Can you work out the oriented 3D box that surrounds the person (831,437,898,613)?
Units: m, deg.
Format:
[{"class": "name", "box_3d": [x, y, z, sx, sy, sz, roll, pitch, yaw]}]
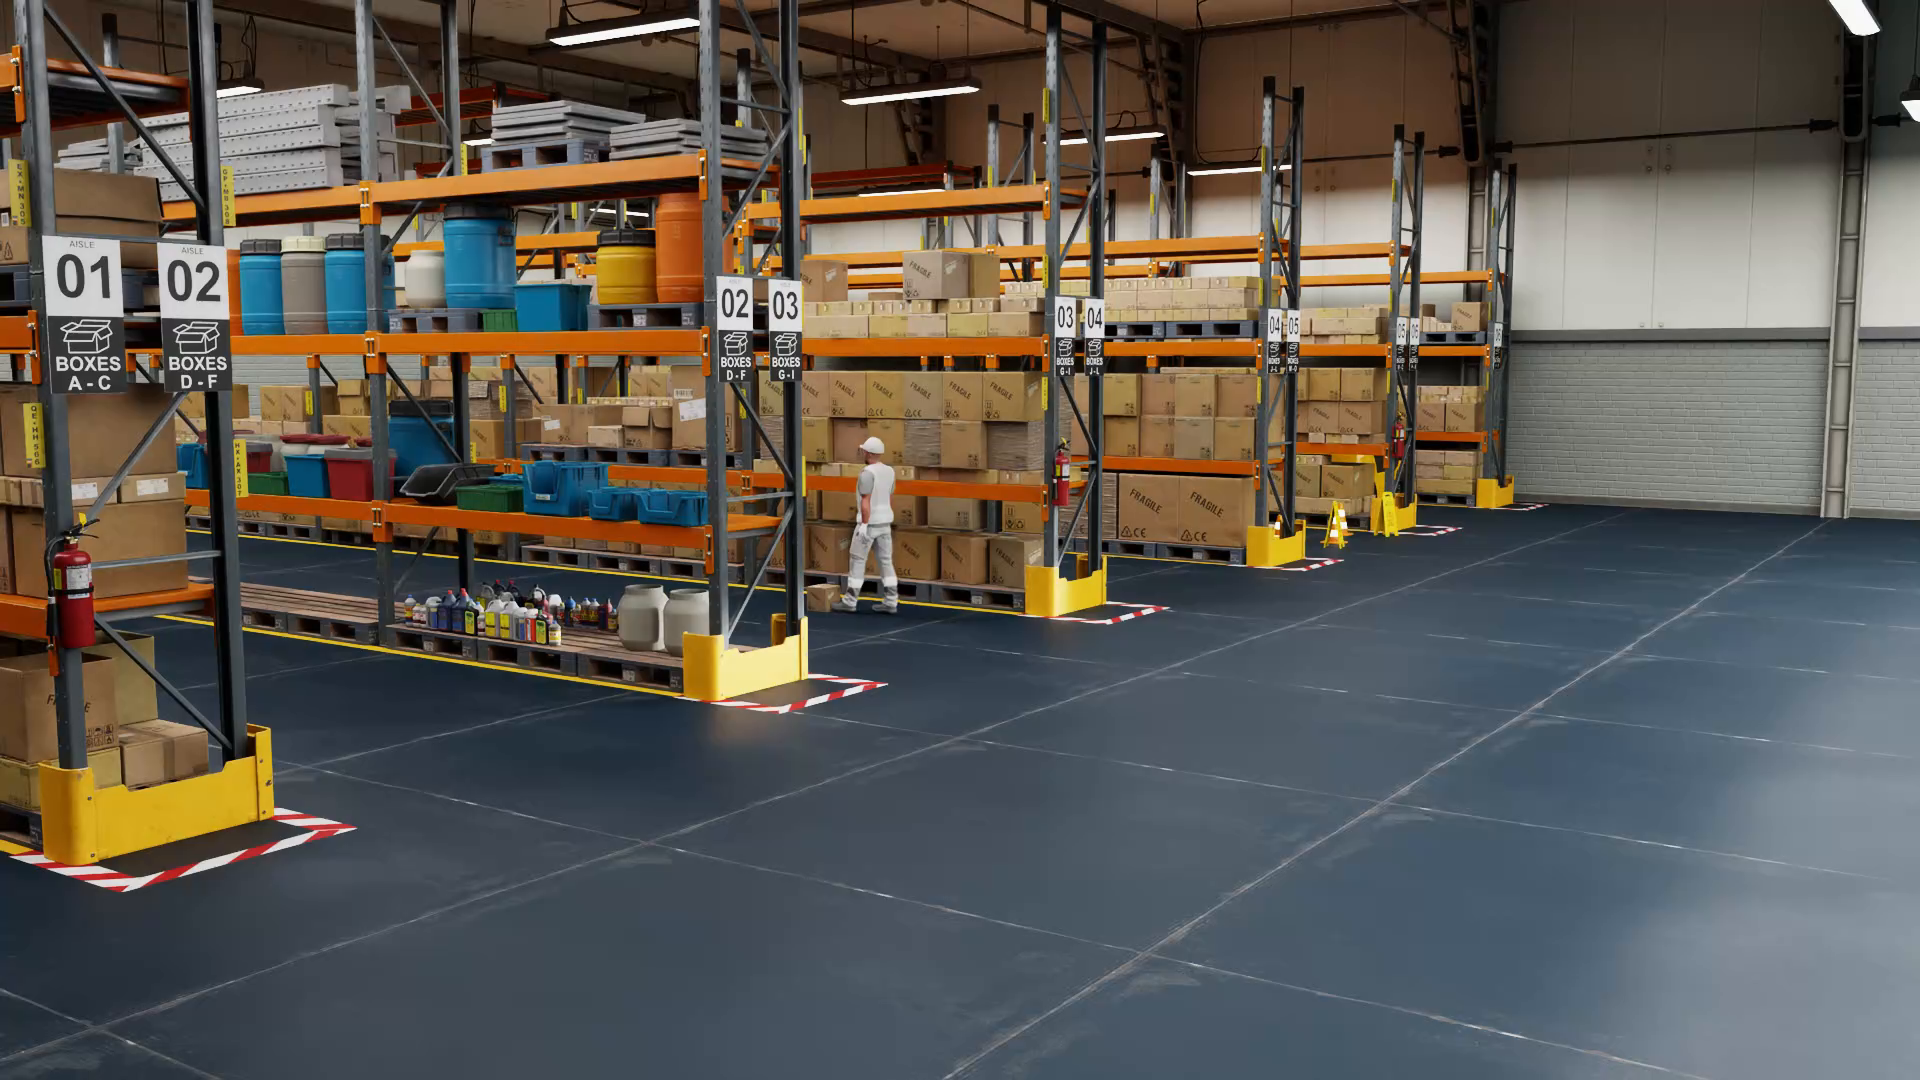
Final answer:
[{"class": "person", "box_3d": [-0.961, -0.161, 16.963, 0.668, 1.781, 0.549, 5, 8, 38]}]
